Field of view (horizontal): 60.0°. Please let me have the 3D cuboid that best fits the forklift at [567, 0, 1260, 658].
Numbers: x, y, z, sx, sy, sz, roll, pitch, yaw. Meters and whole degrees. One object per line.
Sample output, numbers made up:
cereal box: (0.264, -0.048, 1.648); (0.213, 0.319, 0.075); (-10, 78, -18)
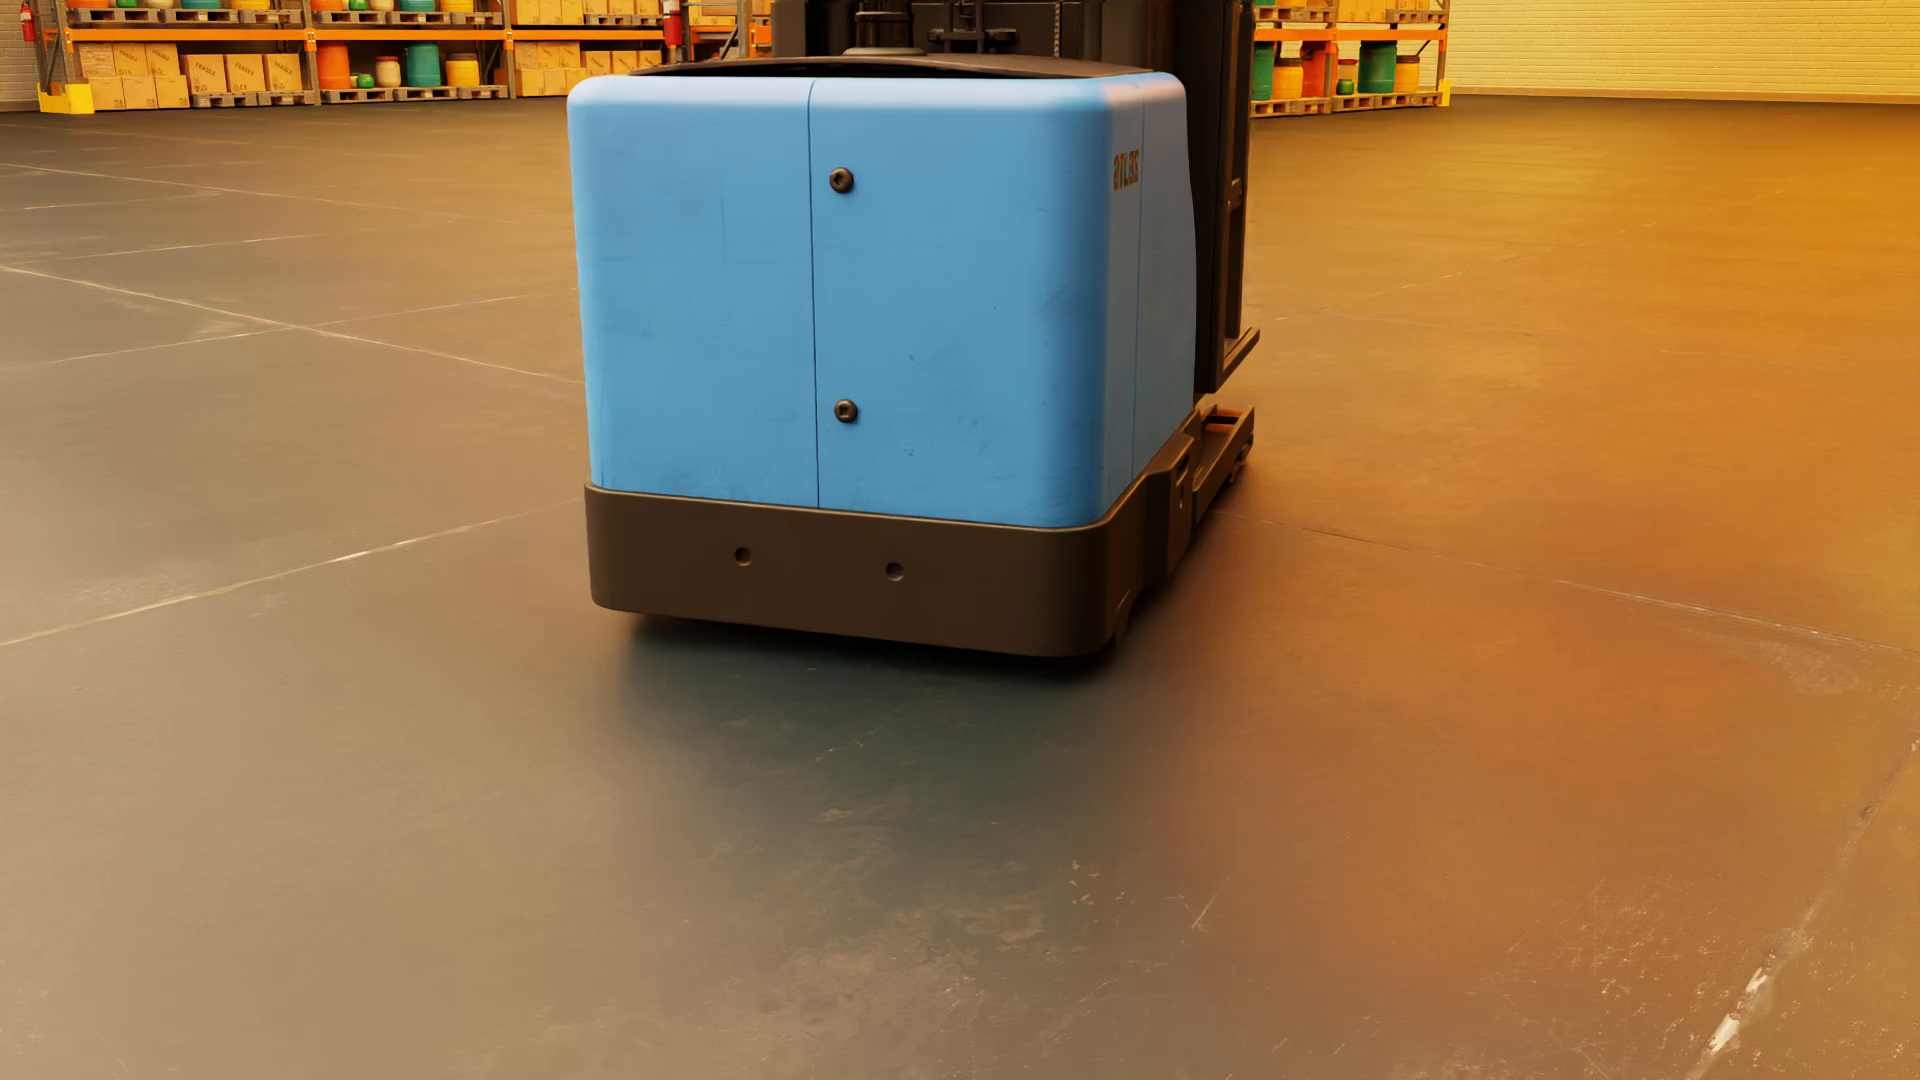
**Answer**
forklift: (0.189, -1.578, 4.095); (1.130, 2.935, 3.031); (5, 18, 17)
